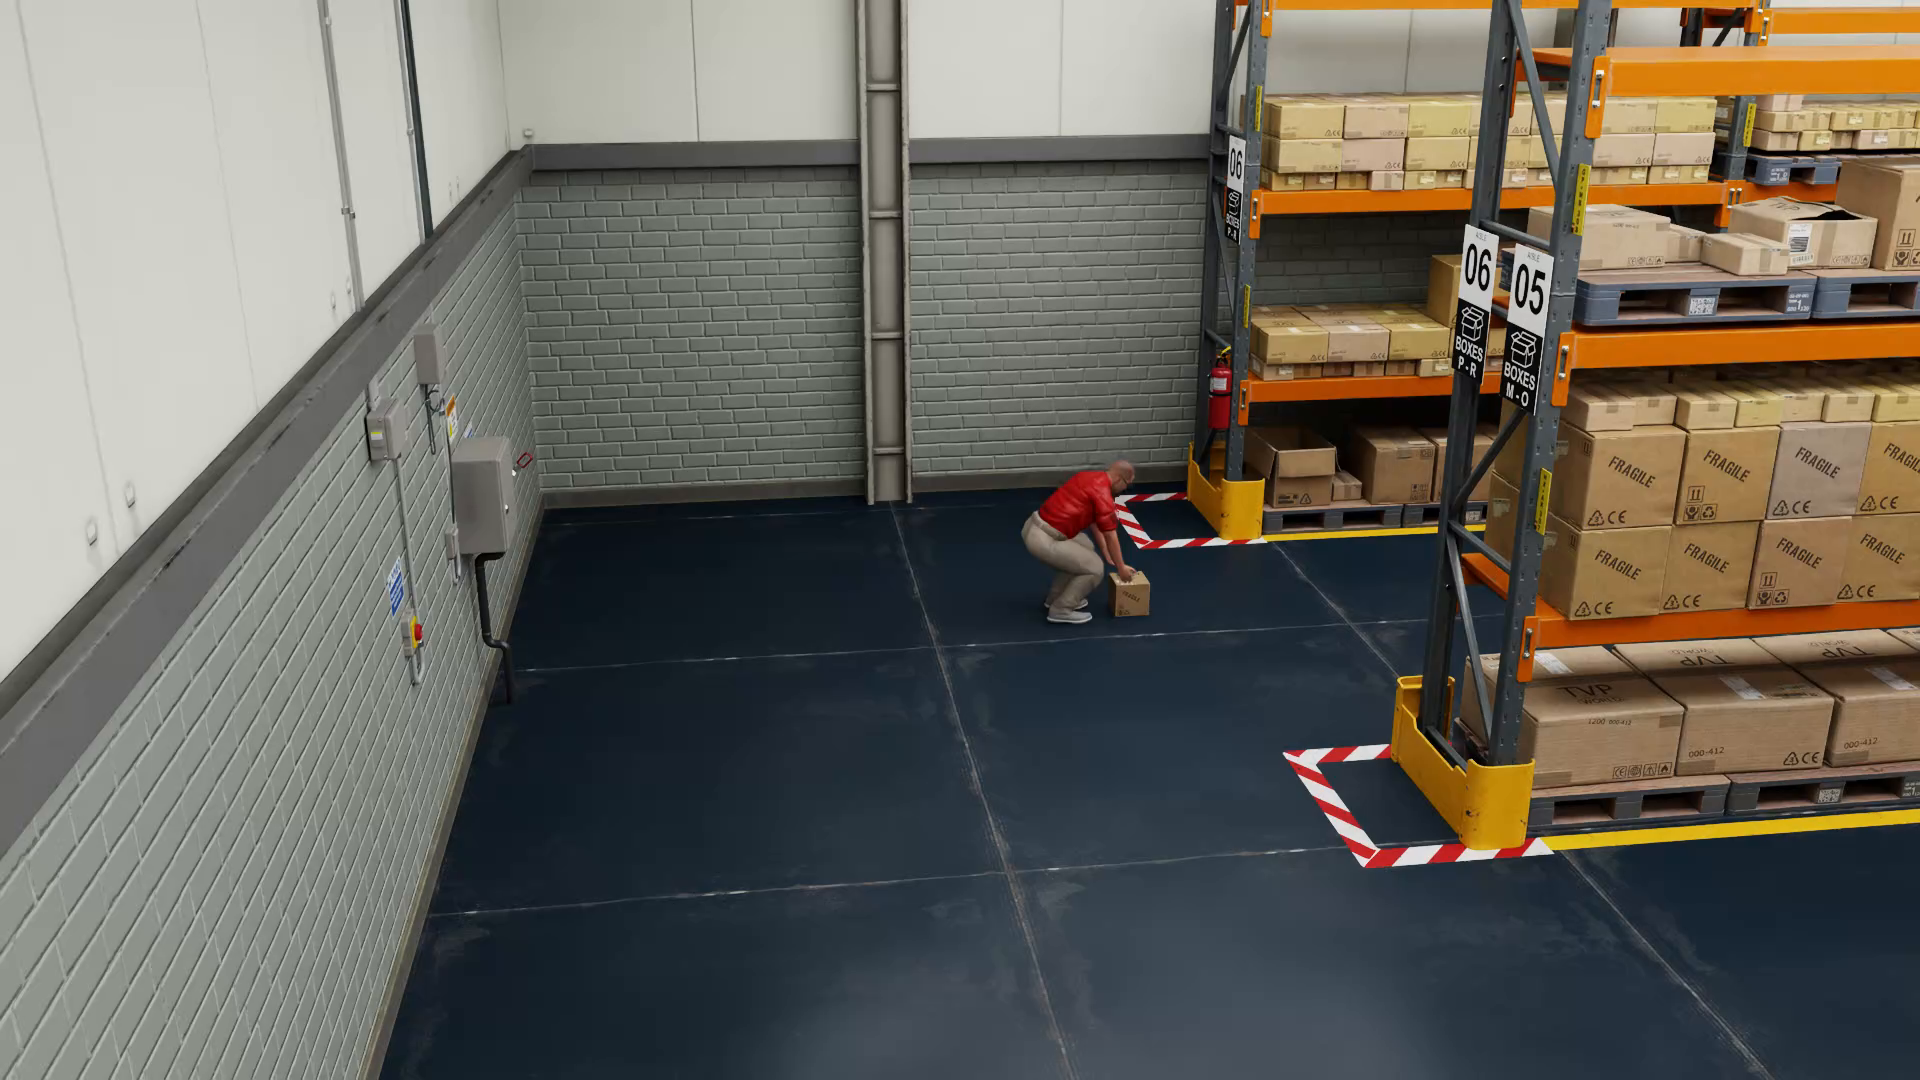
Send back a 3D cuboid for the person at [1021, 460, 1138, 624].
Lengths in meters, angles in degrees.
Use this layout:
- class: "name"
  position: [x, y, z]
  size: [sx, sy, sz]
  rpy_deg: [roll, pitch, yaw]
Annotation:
- class: "person"
  position: [0.849, -0.010, 11.996]
  size: [0.823, 1.142, 0.577]
  rpy_deg: [-3, 20, -8]
